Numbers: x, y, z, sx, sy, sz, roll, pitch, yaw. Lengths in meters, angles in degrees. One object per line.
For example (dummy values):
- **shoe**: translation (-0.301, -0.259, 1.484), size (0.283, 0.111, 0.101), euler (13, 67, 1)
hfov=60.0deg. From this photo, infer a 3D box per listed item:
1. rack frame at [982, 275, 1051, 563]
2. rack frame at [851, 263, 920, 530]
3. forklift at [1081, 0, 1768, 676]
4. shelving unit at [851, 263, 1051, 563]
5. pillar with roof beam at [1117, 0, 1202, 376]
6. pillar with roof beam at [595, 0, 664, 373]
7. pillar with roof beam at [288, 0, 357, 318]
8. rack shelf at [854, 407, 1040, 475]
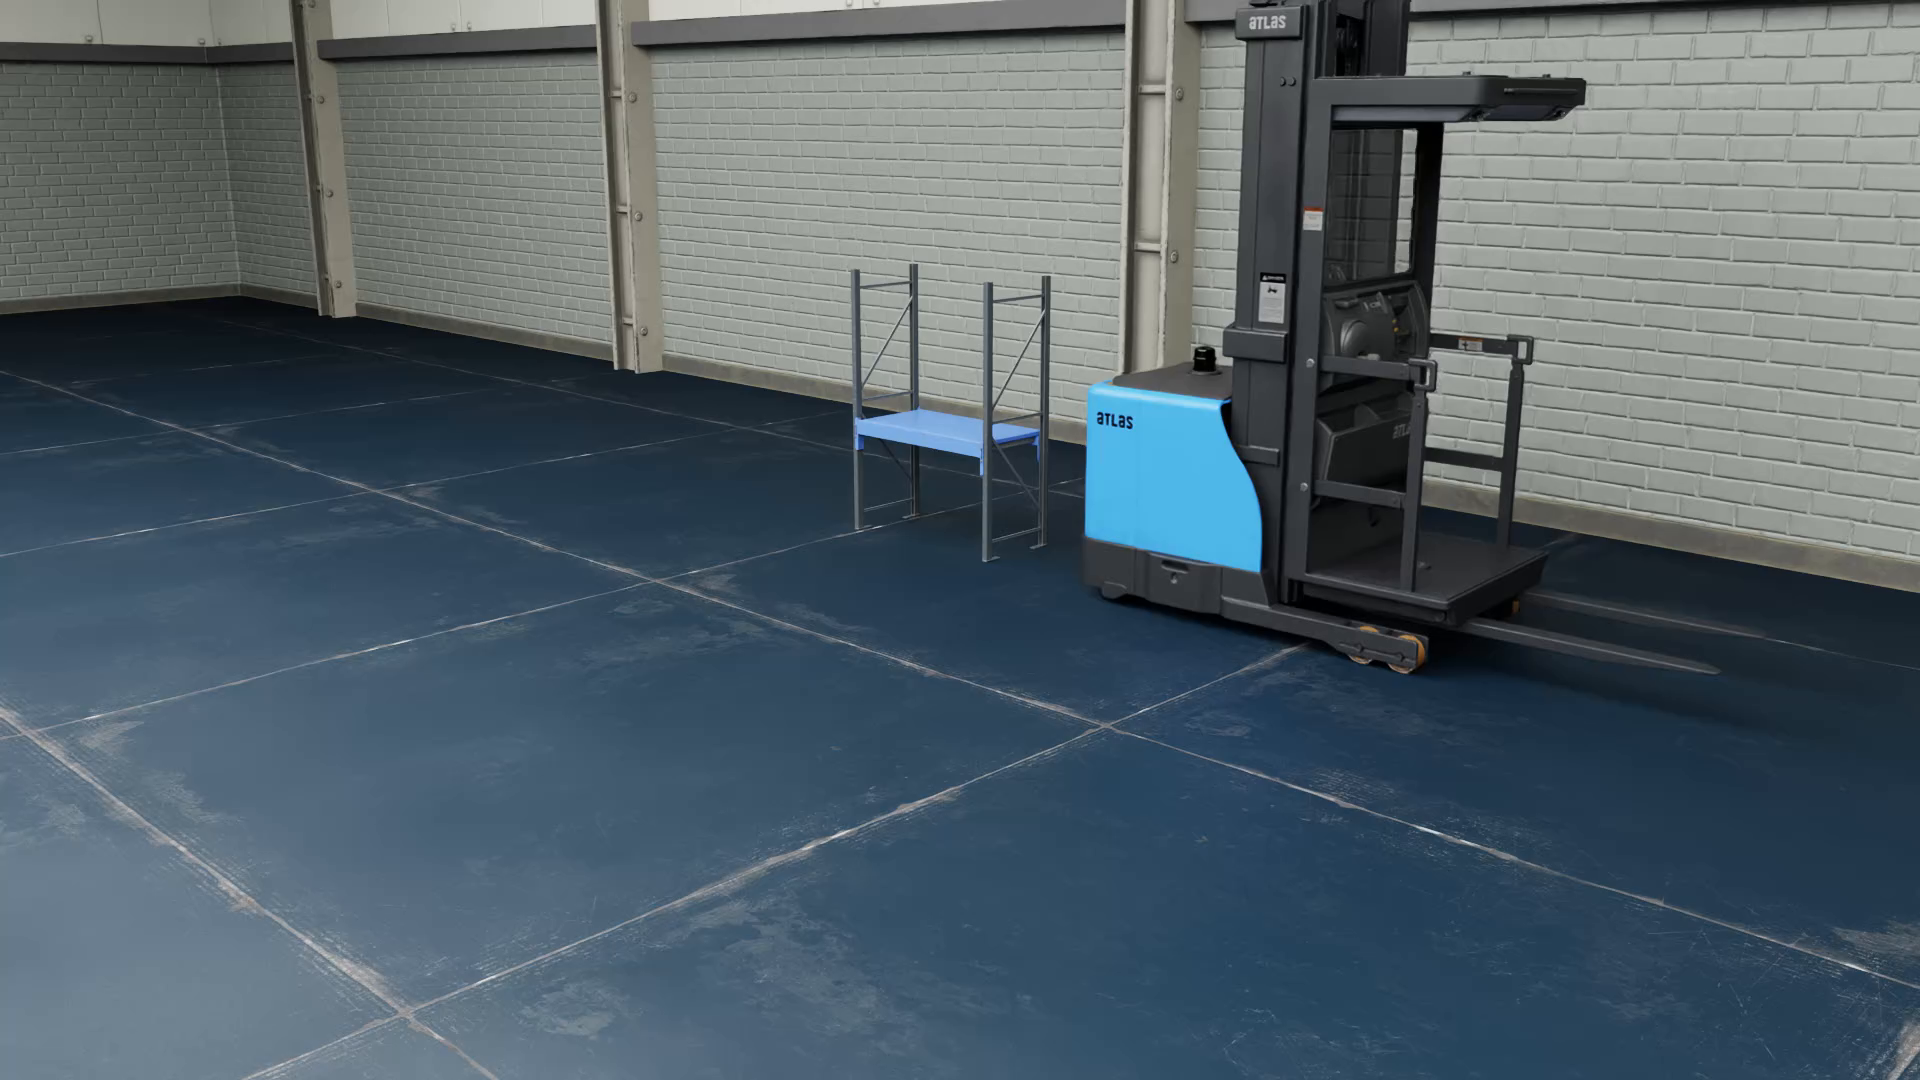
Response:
- **rack frame**: translation (0.305, -0.652, 8.959), size (0.032, 1.500, 0.500), euler (14, 20, 42)
- **rack frame**: translation (-0.427, -0.830, 9.642), size (0.032, 1.500, 0.500), euler (14, 20, 42)
- **forklift**: translation (2.050, -0.989, 7.416), size (3.031, 2.935, 1.130), euler (12, 19, 39)
- **shelving unit**: translation (-0.061, -0.741, 9.300), size (1.048, 1.500, 0.538), euler (14, 20, 42)
- **pillar with roof beam**: translation (-1.666, -4.119, 7.393), size (0.400, 9.000, 9.100), euler (14, 20, 42)
- **pillar with roof beam**: translation (-5.985, -5.169, 11.423), size (0.400, 9.000, 9.100), euler (14, 20, 42)
- **pillar with roof beam**: translation (-10.304, -6.219, 15.453), size (0.400, 9.000, 9.100), euler (14, 20, 42)
- **rack shelf**: translation (-0.061, -0.567, 9.346), size (1.000, 0.185, 0.538), euler (14, 20, 42)
